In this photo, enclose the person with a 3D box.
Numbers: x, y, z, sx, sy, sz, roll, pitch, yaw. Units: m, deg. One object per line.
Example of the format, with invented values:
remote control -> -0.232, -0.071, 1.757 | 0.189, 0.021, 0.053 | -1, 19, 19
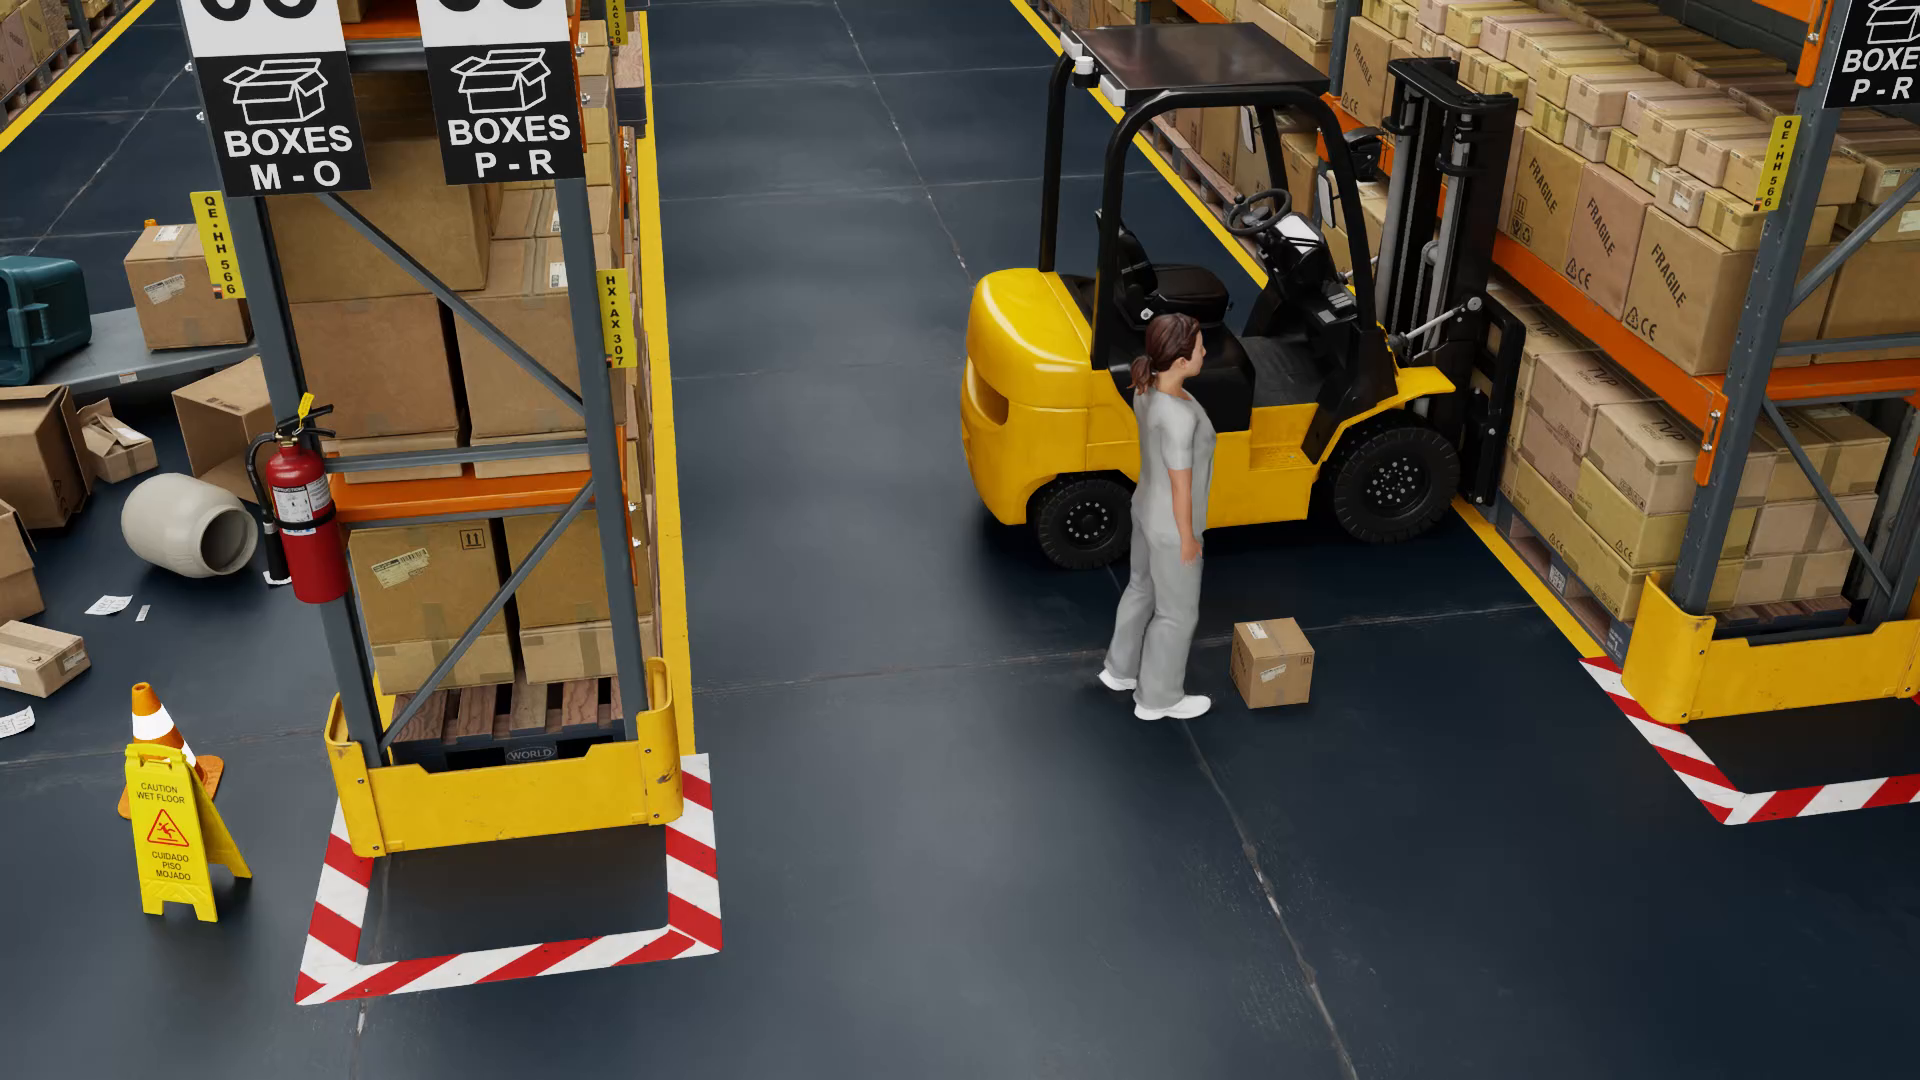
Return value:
person -> 0.774, -0.094, 6.249 | 0.346, 1.618, 0.440 | -5, 31, -8
